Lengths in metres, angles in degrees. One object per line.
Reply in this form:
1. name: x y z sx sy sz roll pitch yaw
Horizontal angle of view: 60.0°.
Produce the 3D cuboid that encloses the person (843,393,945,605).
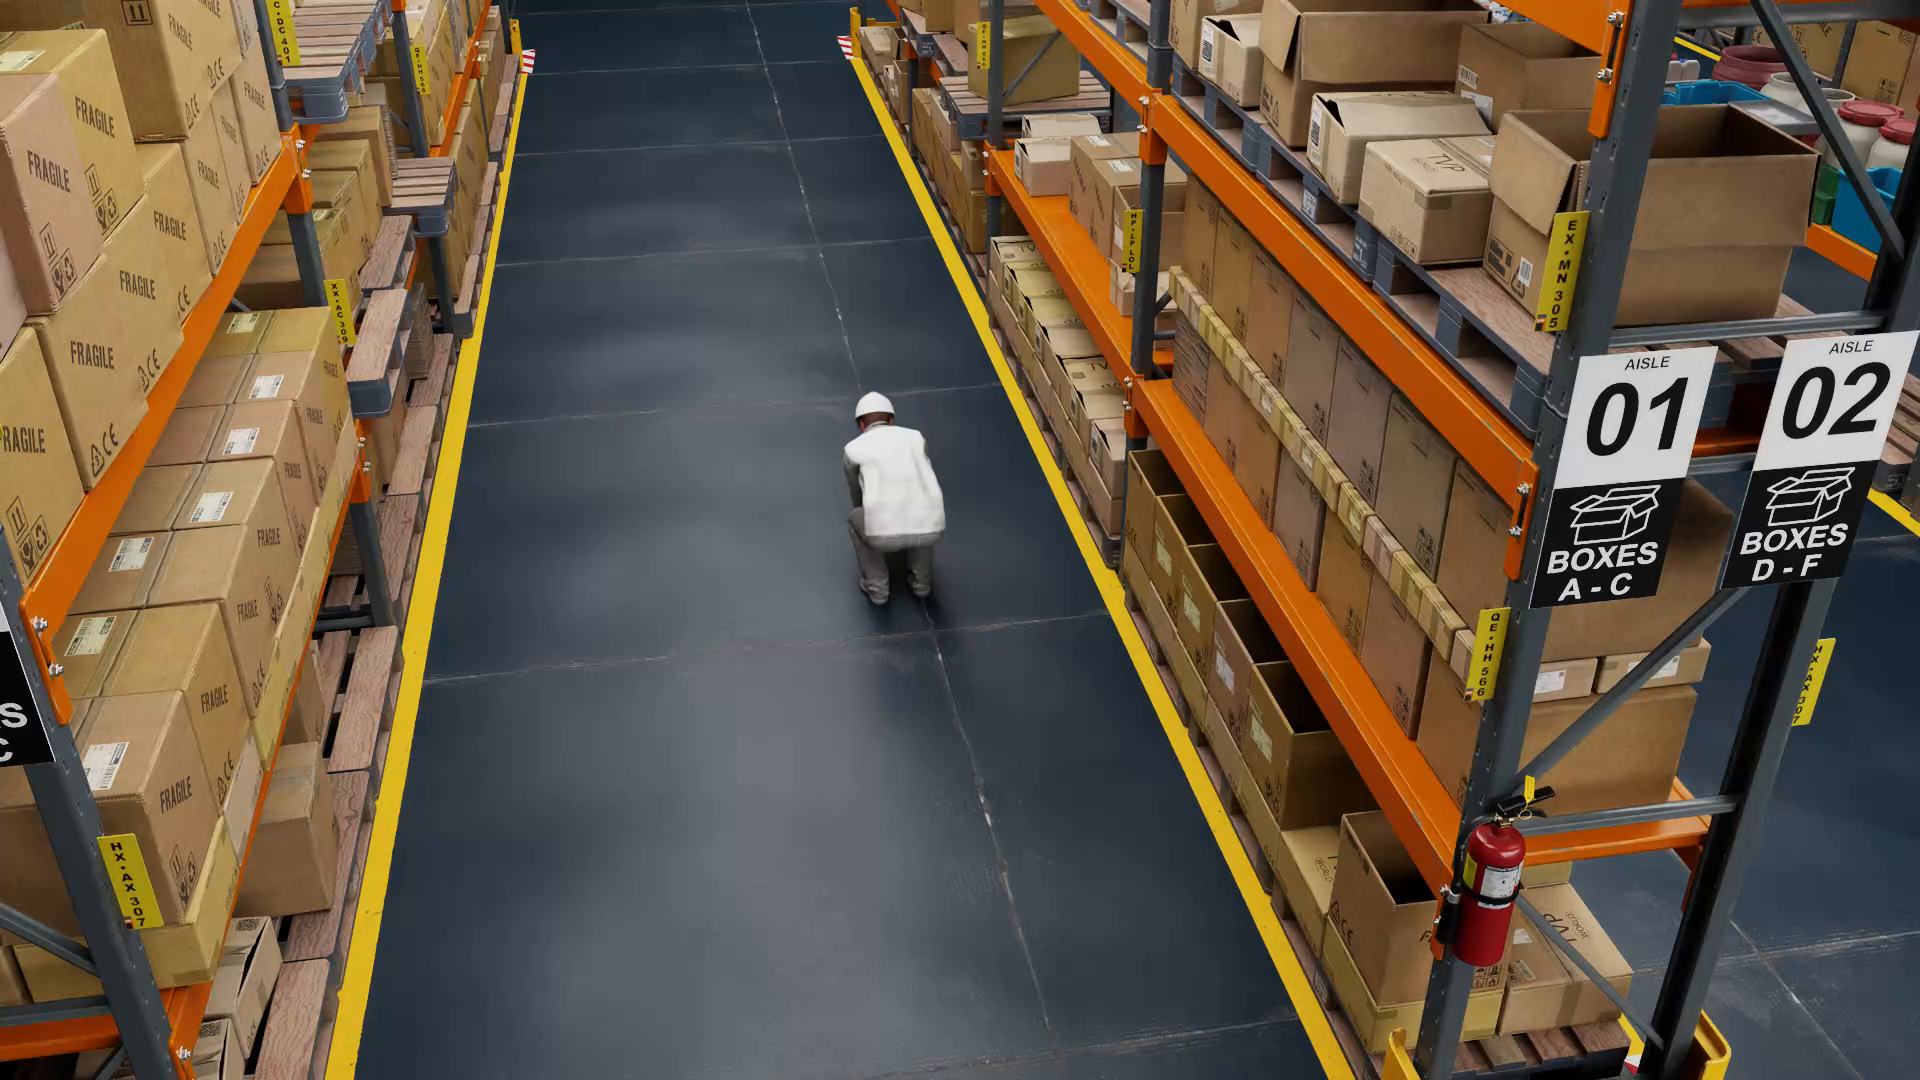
1. person: -0.378 -0.212 9.238 0.502 1.007 0.902 -6 31 -10
